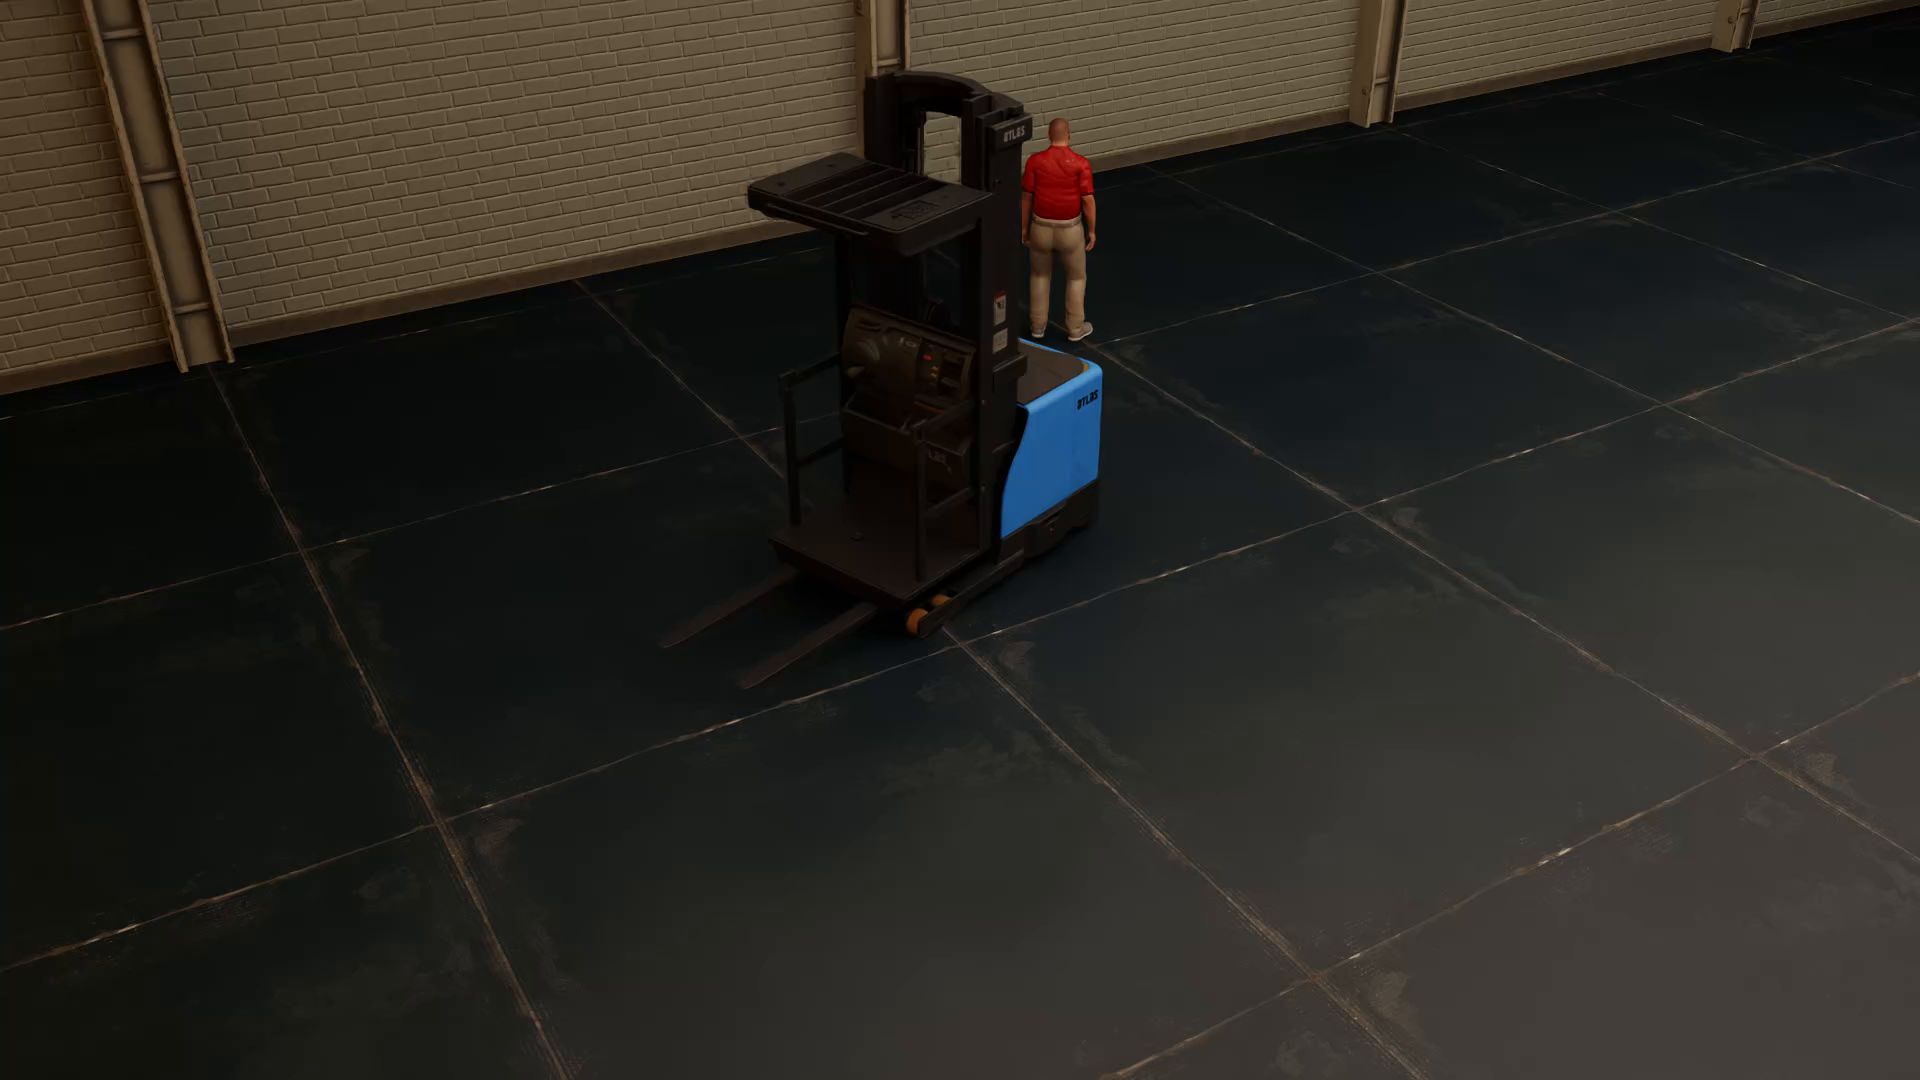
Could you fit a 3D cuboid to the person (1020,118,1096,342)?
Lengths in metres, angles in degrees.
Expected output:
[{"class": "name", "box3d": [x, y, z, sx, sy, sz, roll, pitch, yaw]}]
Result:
[{"class": "person", "box3d": [0.751, -2.374, 12.785, 0.585, 1.726, 0.396, 7, 32, 11]}]

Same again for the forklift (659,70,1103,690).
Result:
[{"class": "forklift", "box3d": [-0.433, -0.986, 9.293, 1.130, 2.935, 3.031, 23, 38, 33]}]
